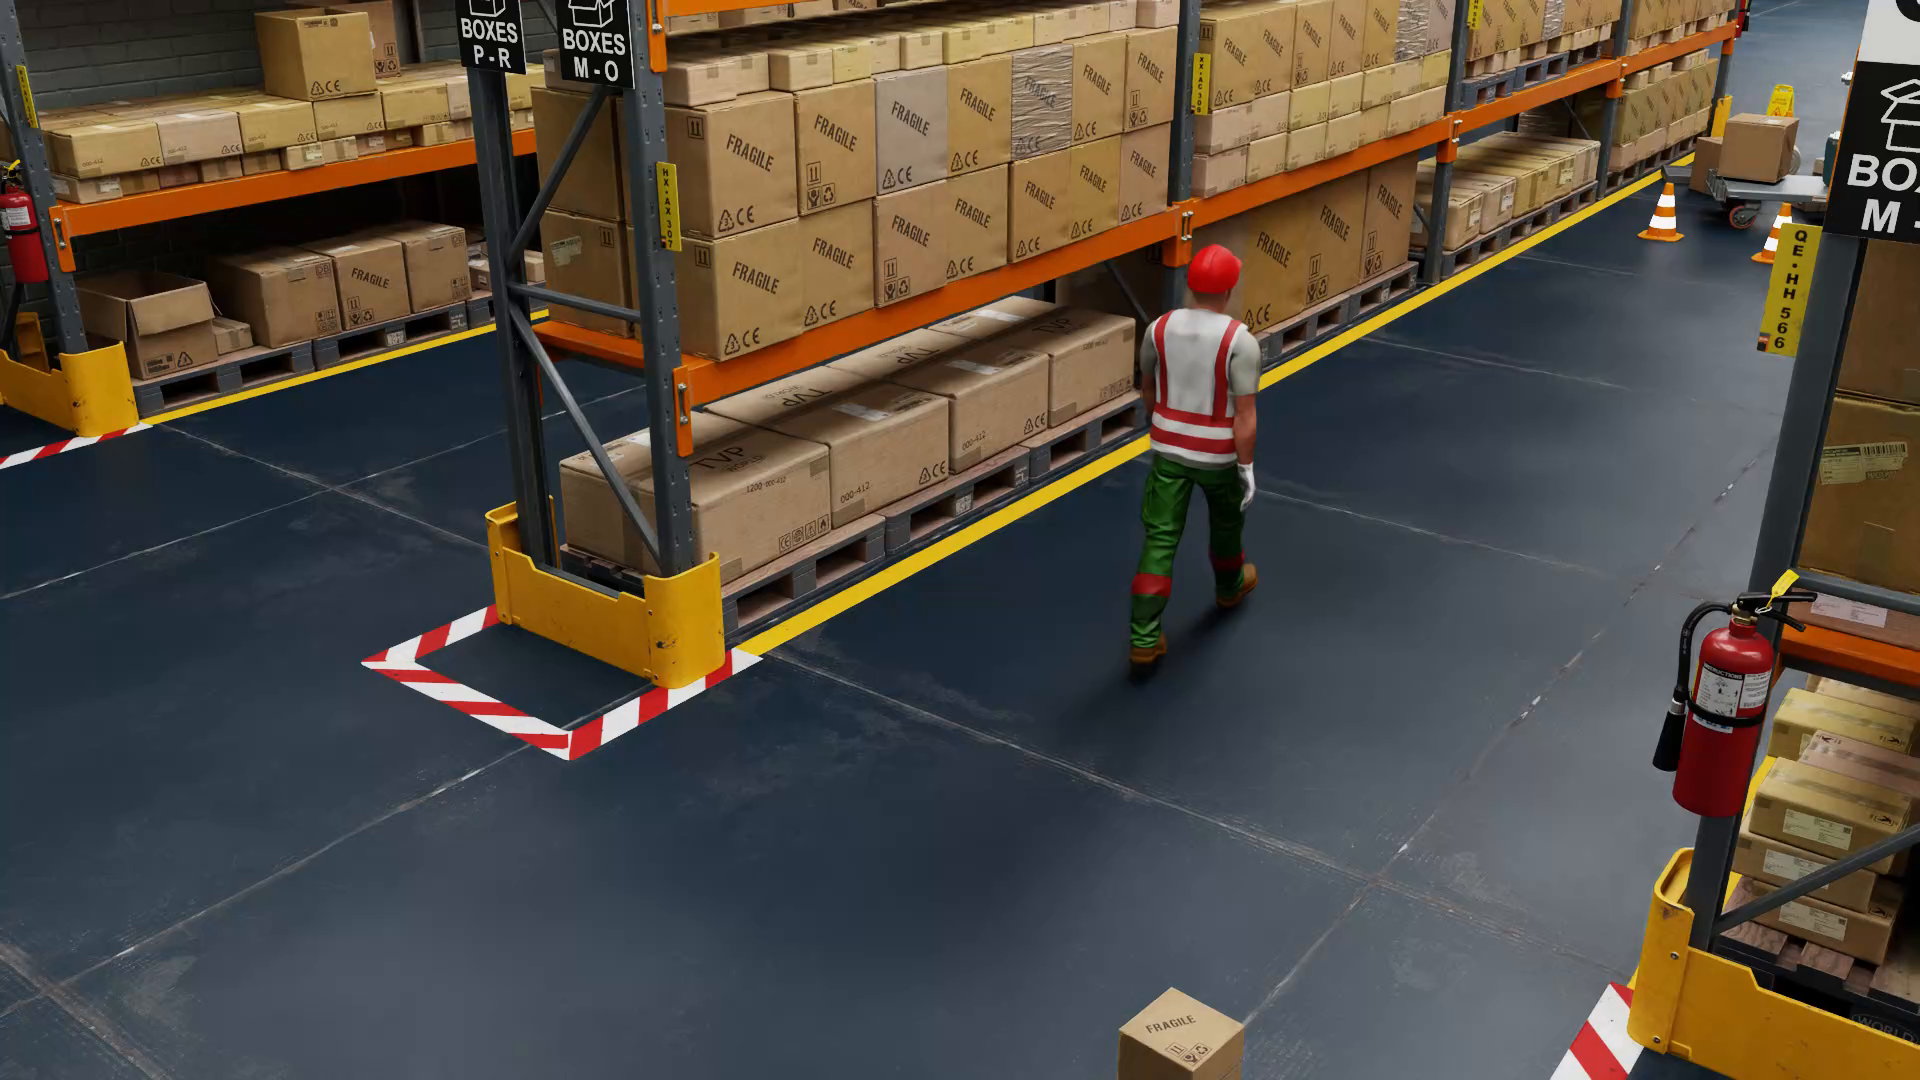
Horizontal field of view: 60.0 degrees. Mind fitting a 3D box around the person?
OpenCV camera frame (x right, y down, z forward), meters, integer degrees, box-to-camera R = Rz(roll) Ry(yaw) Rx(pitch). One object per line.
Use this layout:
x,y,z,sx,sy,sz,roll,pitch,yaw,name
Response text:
1.022,-0.401,7.012,0.569,1.734,1.108,10,25,23,person
